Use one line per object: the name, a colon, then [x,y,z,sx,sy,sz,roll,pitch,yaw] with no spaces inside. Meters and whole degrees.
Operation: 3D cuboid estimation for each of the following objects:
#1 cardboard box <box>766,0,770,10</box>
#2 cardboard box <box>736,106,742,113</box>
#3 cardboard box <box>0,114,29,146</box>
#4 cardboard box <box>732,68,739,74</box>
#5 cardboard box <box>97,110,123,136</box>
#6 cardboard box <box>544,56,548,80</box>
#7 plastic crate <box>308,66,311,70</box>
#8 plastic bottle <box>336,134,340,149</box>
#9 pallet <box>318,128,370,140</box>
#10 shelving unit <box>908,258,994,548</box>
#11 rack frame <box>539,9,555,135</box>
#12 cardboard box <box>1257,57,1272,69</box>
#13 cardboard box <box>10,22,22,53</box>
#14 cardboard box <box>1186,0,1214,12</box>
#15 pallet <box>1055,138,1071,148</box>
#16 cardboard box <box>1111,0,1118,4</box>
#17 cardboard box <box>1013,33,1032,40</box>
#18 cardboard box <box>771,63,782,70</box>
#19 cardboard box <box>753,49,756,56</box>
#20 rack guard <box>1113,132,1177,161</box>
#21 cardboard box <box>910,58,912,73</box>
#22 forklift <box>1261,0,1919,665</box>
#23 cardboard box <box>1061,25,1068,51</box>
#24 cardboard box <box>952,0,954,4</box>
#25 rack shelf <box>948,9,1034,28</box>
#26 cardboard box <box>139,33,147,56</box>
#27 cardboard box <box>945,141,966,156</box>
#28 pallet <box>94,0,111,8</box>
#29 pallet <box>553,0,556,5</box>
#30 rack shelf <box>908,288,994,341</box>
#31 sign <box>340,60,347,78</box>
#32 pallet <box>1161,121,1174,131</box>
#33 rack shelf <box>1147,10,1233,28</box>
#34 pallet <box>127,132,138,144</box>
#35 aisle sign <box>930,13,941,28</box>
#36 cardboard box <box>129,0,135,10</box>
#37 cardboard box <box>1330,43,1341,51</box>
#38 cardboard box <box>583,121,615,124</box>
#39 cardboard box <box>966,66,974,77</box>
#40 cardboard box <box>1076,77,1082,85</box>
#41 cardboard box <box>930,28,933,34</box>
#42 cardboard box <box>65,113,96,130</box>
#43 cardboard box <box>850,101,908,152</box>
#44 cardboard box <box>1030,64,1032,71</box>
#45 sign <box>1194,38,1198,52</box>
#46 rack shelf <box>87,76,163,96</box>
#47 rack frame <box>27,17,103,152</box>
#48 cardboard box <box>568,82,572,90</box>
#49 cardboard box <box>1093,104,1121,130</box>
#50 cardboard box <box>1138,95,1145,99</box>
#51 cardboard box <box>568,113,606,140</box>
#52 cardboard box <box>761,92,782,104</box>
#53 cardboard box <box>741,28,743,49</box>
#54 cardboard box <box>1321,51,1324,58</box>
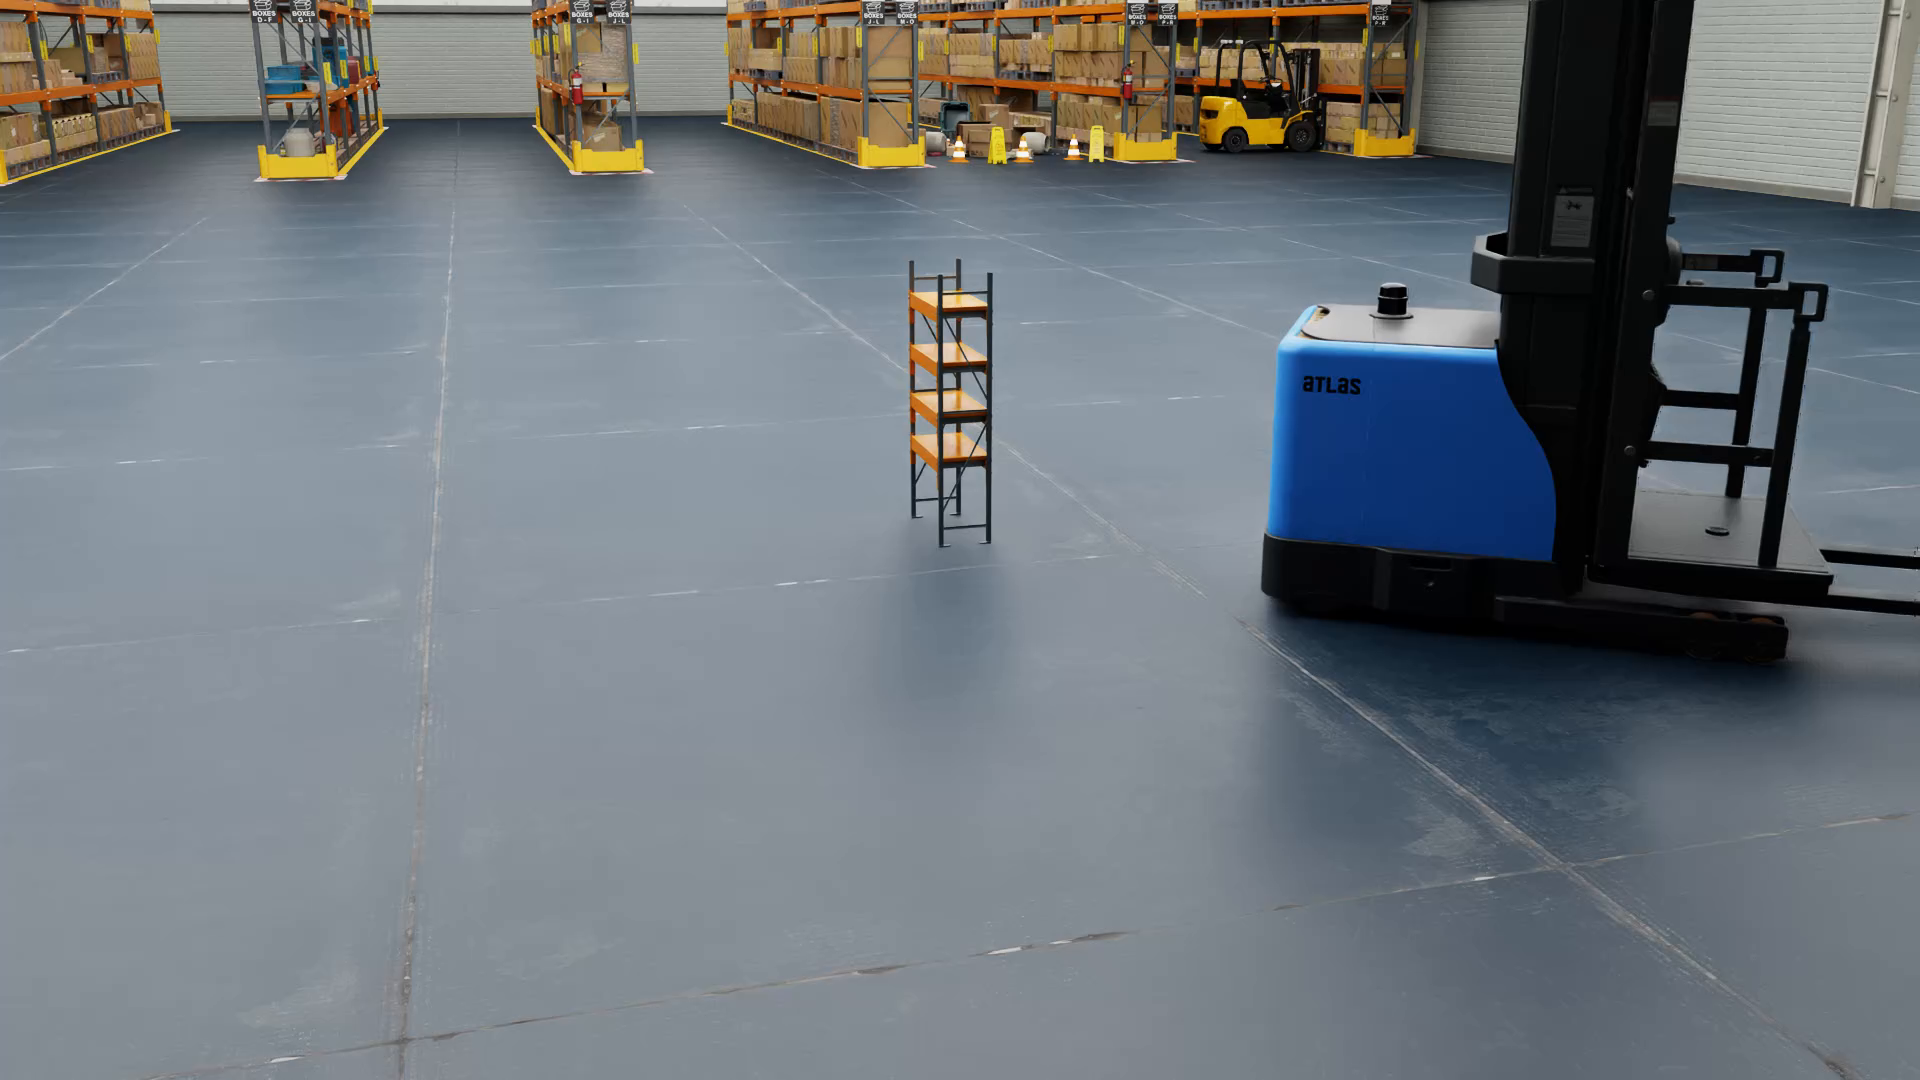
cardboard box: [-4.117,-12.266,37.686,0.500,0.500,0.500,-5,17,-15]
cardboard box: [-5.594,-11.174,43.144,0.380,0.149,0.250,-4,17,-14]
cardboard box: [-15.899,-6.833,27.733,0.500,0.500,0.500,-5,17,-15]
cardboard box: [-5.724,-12.199,43.288,0.380,0.149,0.250,-5,17,-17]
cardboard box: [-18.036,-8.811,35.152,0.500,0.500,0.500,-5,18,-17]
cardboard box: [-9.166,-10.734,37.798,0.500,0.500,0.500,-5,17,-17]
plastic crate: [-12.494,-8.779,31.491,0.392,0.384,0.575,-5,17,-15]
plastic bottle: [-11.442,-7.309,30.526,0.061,0.283,0.133,-4,17,-12]
pallet: [-13.918,-9.167,37.602,1.003,0.211,1.213,-5,17,-15]
shelving unit: [-0.045,-0.620,7.432,0.258,1.200,0.503,-5,17,-15]
rack frame: [-9.328,-11.110,39.225,1.000,3.000,0.127,-5,17,-15]
cardboard box: [6.790,-10.358,36.111,0.500,0.250,0.500,-5,17,-16]
cardboard box: [-16.387,-8.523,28.182,0.700,0.500,0.500,-5,17,-15]
cardboard box: [5.697,-12.668,39.459,0.500,0.250,0.500,-5,18,-17]
pallet: [2.618,-8.163,34.259,1.003,0.211,1.213,-5,17,-15]
cardboard box: [3.031,-10.034,30.864,0.380,0.149,0.250,-5,17,-15]
cardboard box: [1.399,-11.470,38.511,0.500,0.500,0.500,-5,18,-17]
cardboard box: [-4.009,-10.549,37.064,0.380,0.149,0.250,-4,17,-14]
cardboard box: [-4.648,-11.478,39.122,0.380,0.149,0.250,-5,17,-16]
rack guard: [3.477,-7.398,31.213,1.175,0.500,0.348,-5,17,-15]
cardboard box: [-1.043,-12.893,44.985,0.500,0.500,0.500,-5,17,-16]
forklift: [2.759,-1.127,6.109,3.031,2.935,1.130,5,17,17]
cardboard box: [2.431,-10.068,33.328,0.700,0.500,0.500,-5,17,-15]
cardboard box: [0.001,-13.301,40.808,0.396,0.266,0.258,-5,17,-16]
rack shelf: [0.750,-12.433,39.664,1.077,0.370,4.000,-5,17,-15]
cardboard box: [-19.139,-11.435,38.395,0.500,0.500,0.500,-4,17,-14]
cardboard box: [-0.089,-7.622,32.366,0.396,0.266,0.258,-2,17,-6]
pallet: [-18.454,-11.202,34.644,1.213,0.211,1.003,-5,17,-15]
pallet: [-7.197,-10.423,32.051,1.213,0.211,1.003,-5,17,-15]
rack shelf: [-0.045,-0.997,7.319,0.258,0.148,0.480,-5,17,-15]
sign: [-11.360,-8.679,30.650,0.100,0.325,0.005,-5,17,-15]
pallet: [5.571,-10.392,41.680,1.003,0.211,1.213,-5,17,-15]
rack shelf: [5.522,-12.826,40.974,1.077,0.370,4.000,-5,17,-15]
pallet: [-18.594,-8.771,36.284,1.003,0.211,1.213,-5,17,-15]
aisle sign: [-0.621,-14.290,45.291,0.394,0.787,0.004,-5,17,-15]
cardboard box: [-19.019,-12.124,37.647,0.500,0.250,0.500,-5,17,-15]
cardboard box: [7.598,-9.826,33.130,0.380,0.149,0.250,-4,17,-14]
cardboard box: [-6.647,-7.464,30.703,0.500,0.500,0.500,-6,18,-20]
cardboard box: [0.465,-11.254,39.966,0.500,0.250,0.500,-5,17,-16]
cardboard box: [2.520,-9.094,32.948,0.380,0.149,0.250,-5,17,-15]
cardboard box: [-0.563,-13.217,43.198,0.380,0.149,0.250,-5,17,-15]
cardboard box: [-17.374,-8.249,32.775,0.500,0.311,0.500,-4,17,-14]
cardboard box: [-1.483,-7.521,30.240,0.875,0.875,0.875,-5,17,-15]
cardboard box: [1.726,-10.166,35.787,0.380,0.149,0.250,-5,17,-15]
sign: [5.552,-11.652,39.154,0.100,0.325,0.005,-5,17,-15]
rack shelf: [-19.404,-10.537,38.567,1.077,0.370,4.000,-5,17,-15]
rack frame: [-17.755,-9.222,32.938,1.000,3.000,0.127,-5,17,-15]
cardboard box: [-6.820,-8.140,29.773,0.380,0.149,0.250,-5,17,-15]
cardboard box: [2.881,-8.163,32.160,0.500,0.500,0.500,-4,17,-13]
cardboard box: [4.815,-11.482,42.949,0.380,0.149,0.250,-4,17,-13]
cardboard box: [-7.545,-8.371,33.685,0.700,0.500,0.500,-6,18,-20]
cardboard box: [-4.433,-10.465,39.389,0.500,0.250,0.500,-4,17,-14]
cardboard box: [-5.195,-12.538,41.548,0.500,0.500,0.500,-4,17,-14]
cardboard box: [7.547,-9.829,33.660,0.380,0.149,0.250,-5,17,-16]
